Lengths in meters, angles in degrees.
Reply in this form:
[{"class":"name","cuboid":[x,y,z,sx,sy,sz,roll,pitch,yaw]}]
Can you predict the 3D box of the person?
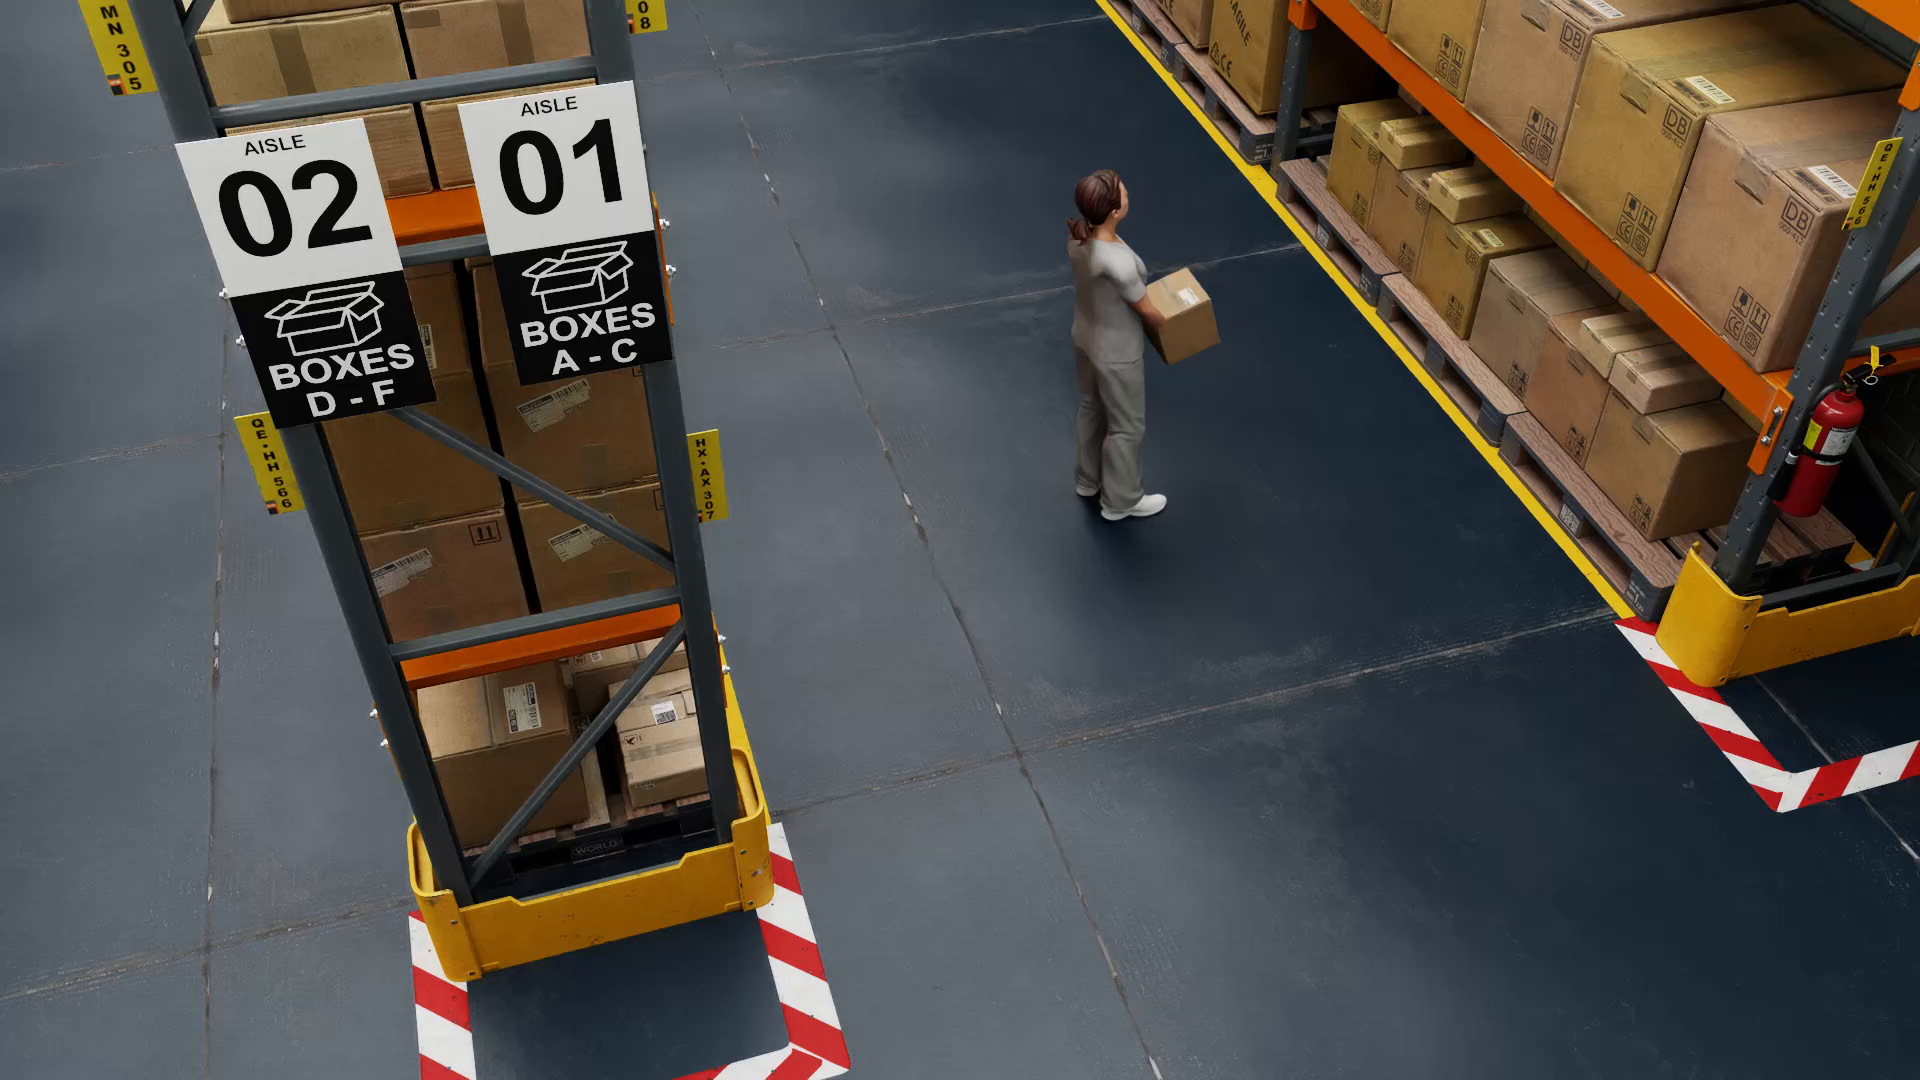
[{"class":"person","cuboid":[0.675,-0.839,7.080,0.534,1.674,0.474,-18,46,-19]}]
